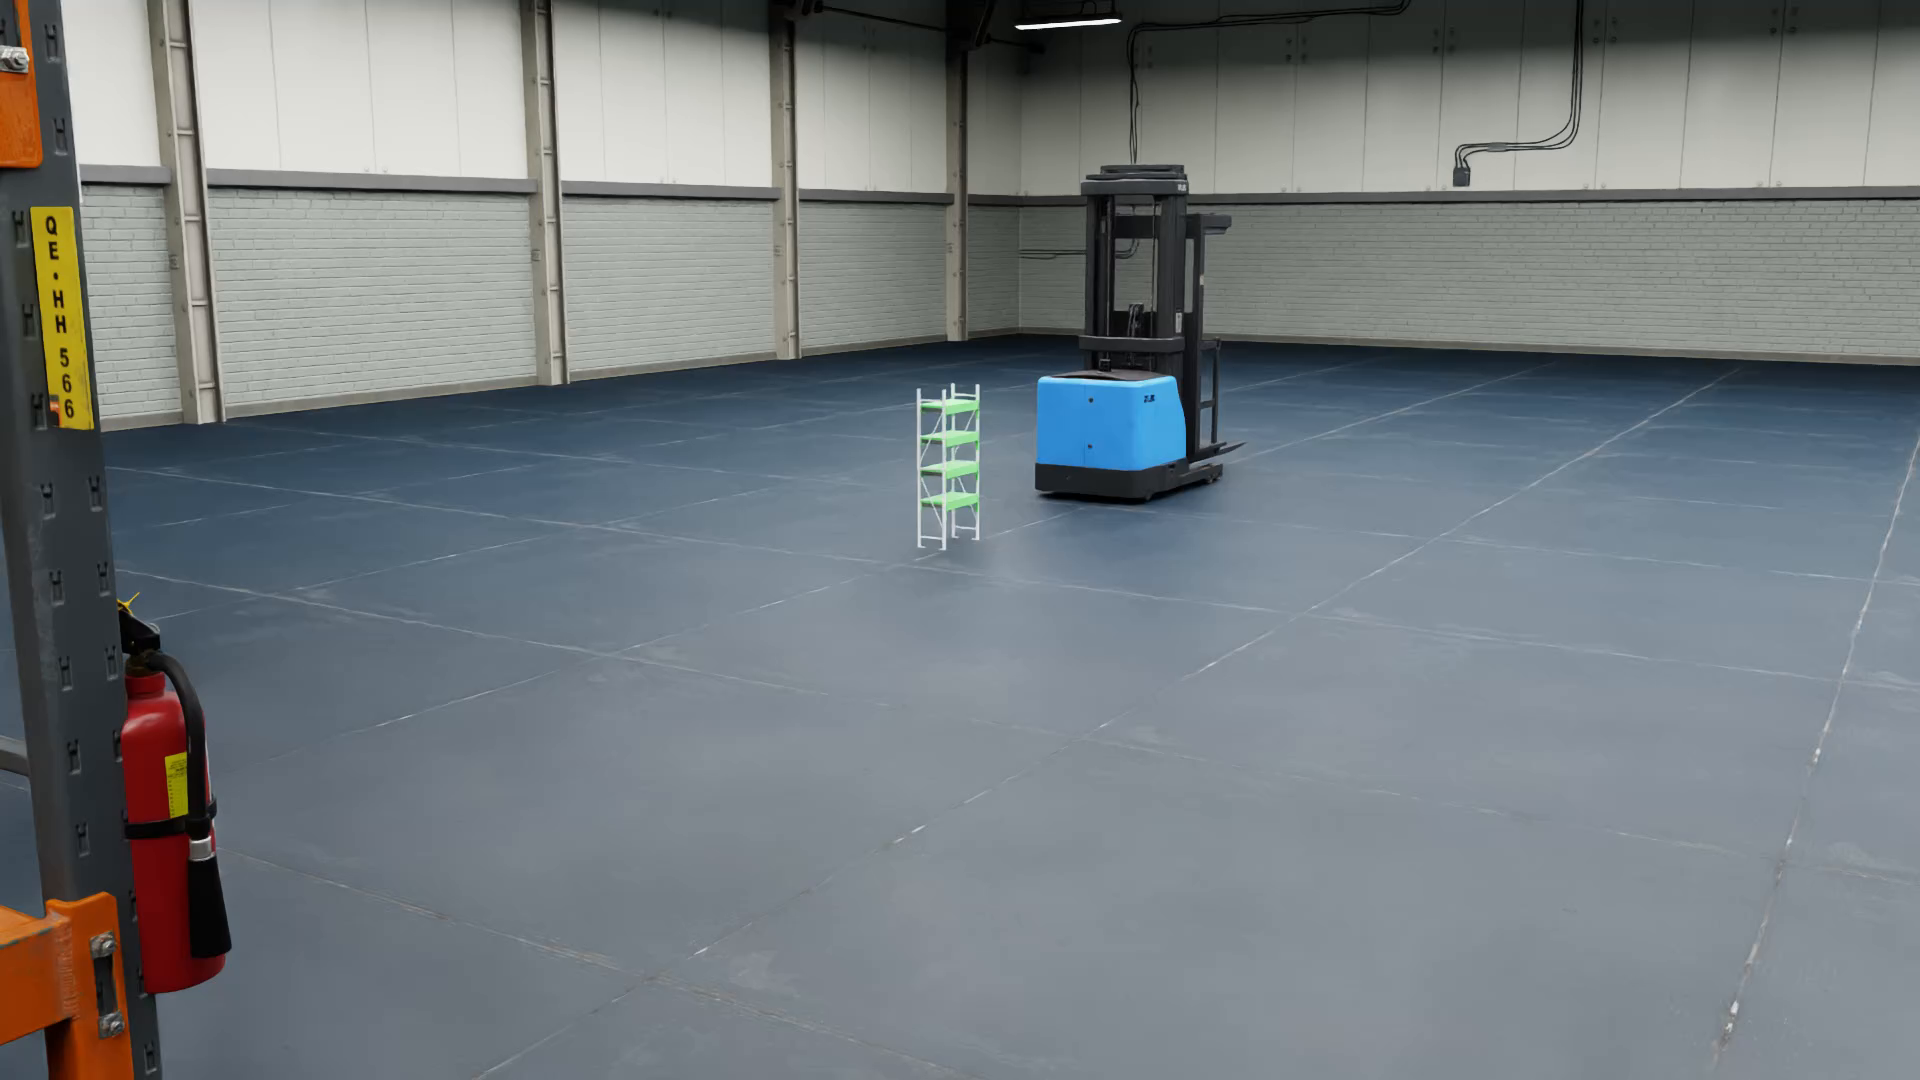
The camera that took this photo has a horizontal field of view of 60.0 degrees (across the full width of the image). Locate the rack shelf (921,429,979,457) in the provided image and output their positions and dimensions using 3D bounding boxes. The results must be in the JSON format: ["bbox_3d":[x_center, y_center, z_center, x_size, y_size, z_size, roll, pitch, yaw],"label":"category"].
[{"bbox_3d":[-0.086,-0.737,12.587,0.258,0.148,0.480,6,12,31],"label":"rack shelf"}]

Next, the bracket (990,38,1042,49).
[{"bbox_3d":[1.380,-10.803,36.338,0.076,0.066,3.189,6,12,31],"label":"bracket"}]

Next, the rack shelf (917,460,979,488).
[{"bbox_3d":[-0.086,-0.501,12.631,0.258,0.148,0.480,6,12,31],"label":"rack shelf"}]

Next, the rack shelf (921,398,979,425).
[{"bbox_3d":[-0.086,-0.973,12.543,0.258,0.148,0.480,6,12,31],"label":"rack shelf"}]

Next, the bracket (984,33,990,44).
[{"bbox_3d":[0.457,-10.523,34.843,0.235,0.232,0.430,6,12,31],"label":"bracket"}]

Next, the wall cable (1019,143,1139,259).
[{"bbox_3d":[2.597,-7.533,37.093,3.097,2.526,0.112,6,12,31],"label":"wall cable"}]

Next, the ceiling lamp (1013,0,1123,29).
[{"bbox_3d":[1.991,-10.530,28.800,2.000,3.185,0.800,6,12,31],"label":"ceiling lamp"}]

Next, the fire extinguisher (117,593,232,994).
[{"bbox_3d":[-1.338,0.405,2.763,0.296,0.674,0.183,6,12,31],"label":"fire extinguisher"}]

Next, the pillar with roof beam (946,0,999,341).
[{"bbox_3d":[3.617,-8.311,32.810,9.100,9.000,0.548,6,12,31],"label":"pillar with roof beam"}]

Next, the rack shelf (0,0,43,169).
[{"bbox_3d":[-2.830,-0.465,1.005,1.077,0.370,4.000,6,12,31],"label":"rack shelf"}]

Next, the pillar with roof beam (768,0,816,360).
[{"bbox_3d":[0.502,-7.368,27.770,9.100,9.000,0.548,6,12,31],"label":"pillar with roof beam"}]

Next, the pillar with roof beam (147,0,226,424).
[{"bbox_3d":[-5.728,-5.481,17.689,9.100,9.000,0.400,6,12,31],"label":"pillar with roof beam"}]

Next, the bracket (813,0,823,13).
[{"bbox_3d":[-2.658,-9.580,29.803,0.235,0.232,0.430,6,12,31],"label":"bracket"}]

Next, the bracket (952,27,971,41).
[{"bbox_3d":[0.026,-10.393,34.146,0.235,0.232,0.430,6,12,31],"label":"bracket"}]

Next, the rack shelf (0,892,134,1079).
[{"bbox_3d":[-2.830,1.009,1.281,1.077,0.370,4.000,6,12,31],"label":"rack shelf"}]

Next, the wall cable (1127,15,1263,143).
[{"bbox_3d":[4.910,-9.757,35.247,3.097,2.526,0.112,6,12,31],"label":"wall cable"}]

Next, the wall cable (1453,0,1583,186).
[{"bbox_3d":[10.703,-9.822,31.636,2.305,6.003,0.169,6,12,31],"label":"wall cable"}]

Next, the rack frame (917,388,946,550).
[{"bbox_3d":[-0.213,-0.525,12.414,0.240,1.200,0.015,6,12,31],"label":"rack frame"}]

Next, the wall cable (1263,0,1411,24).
[{"bbox_3d":[7.555,-11.697,33.250,3.097,2.526,0.112,6,12,31],"label":"wall cable"}]

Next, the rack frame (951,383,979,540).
[{"bbox_3d":[0.041,-0.602,12.824,0.240,1.200,0.015,6,12,31],"label":"rack frame"}]

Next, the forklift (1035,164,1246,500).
[{"bbox_3d":[1.861,-2.014,15.663,1.130,2.935,3.031,6,12,30],"label":"forklift"}]

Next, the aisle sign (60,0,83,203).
[{"bbox_3d":[-1.503,-0.918,2.555,0.394,0.787,0.004,6,12,31],"label":"aisle sign"}]

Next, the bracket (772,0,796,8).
[{"bbox_3d":[-3.089,-9.449,29.106,0.235,0.232,0.430,6,12,31],"label":"bracket"}]

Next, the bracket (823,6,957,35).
[{"bbox_3d":[-1.312,-9.988,31.982,0.076,0.066,4.783,6,12,31],"label":"bracket"}]

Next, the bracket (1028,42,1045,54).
[{"bbox_3d":[1.687,-10.896,36.834,0.235,0.232,0.430,6,12,31],"label":"bracket"}]

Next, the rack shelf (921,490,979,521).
[{"bbox_3d":[-0.086,-0.265,12.675,0.258,0.148,0.480,6,12,31],"label":"rack shelf"}]

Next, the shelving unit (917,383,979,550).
[{"bbox_3d":[-0.086,-0.564,12.619,0.258,1.200,0.503,6,12,31],"label":"shelving unit"}]
